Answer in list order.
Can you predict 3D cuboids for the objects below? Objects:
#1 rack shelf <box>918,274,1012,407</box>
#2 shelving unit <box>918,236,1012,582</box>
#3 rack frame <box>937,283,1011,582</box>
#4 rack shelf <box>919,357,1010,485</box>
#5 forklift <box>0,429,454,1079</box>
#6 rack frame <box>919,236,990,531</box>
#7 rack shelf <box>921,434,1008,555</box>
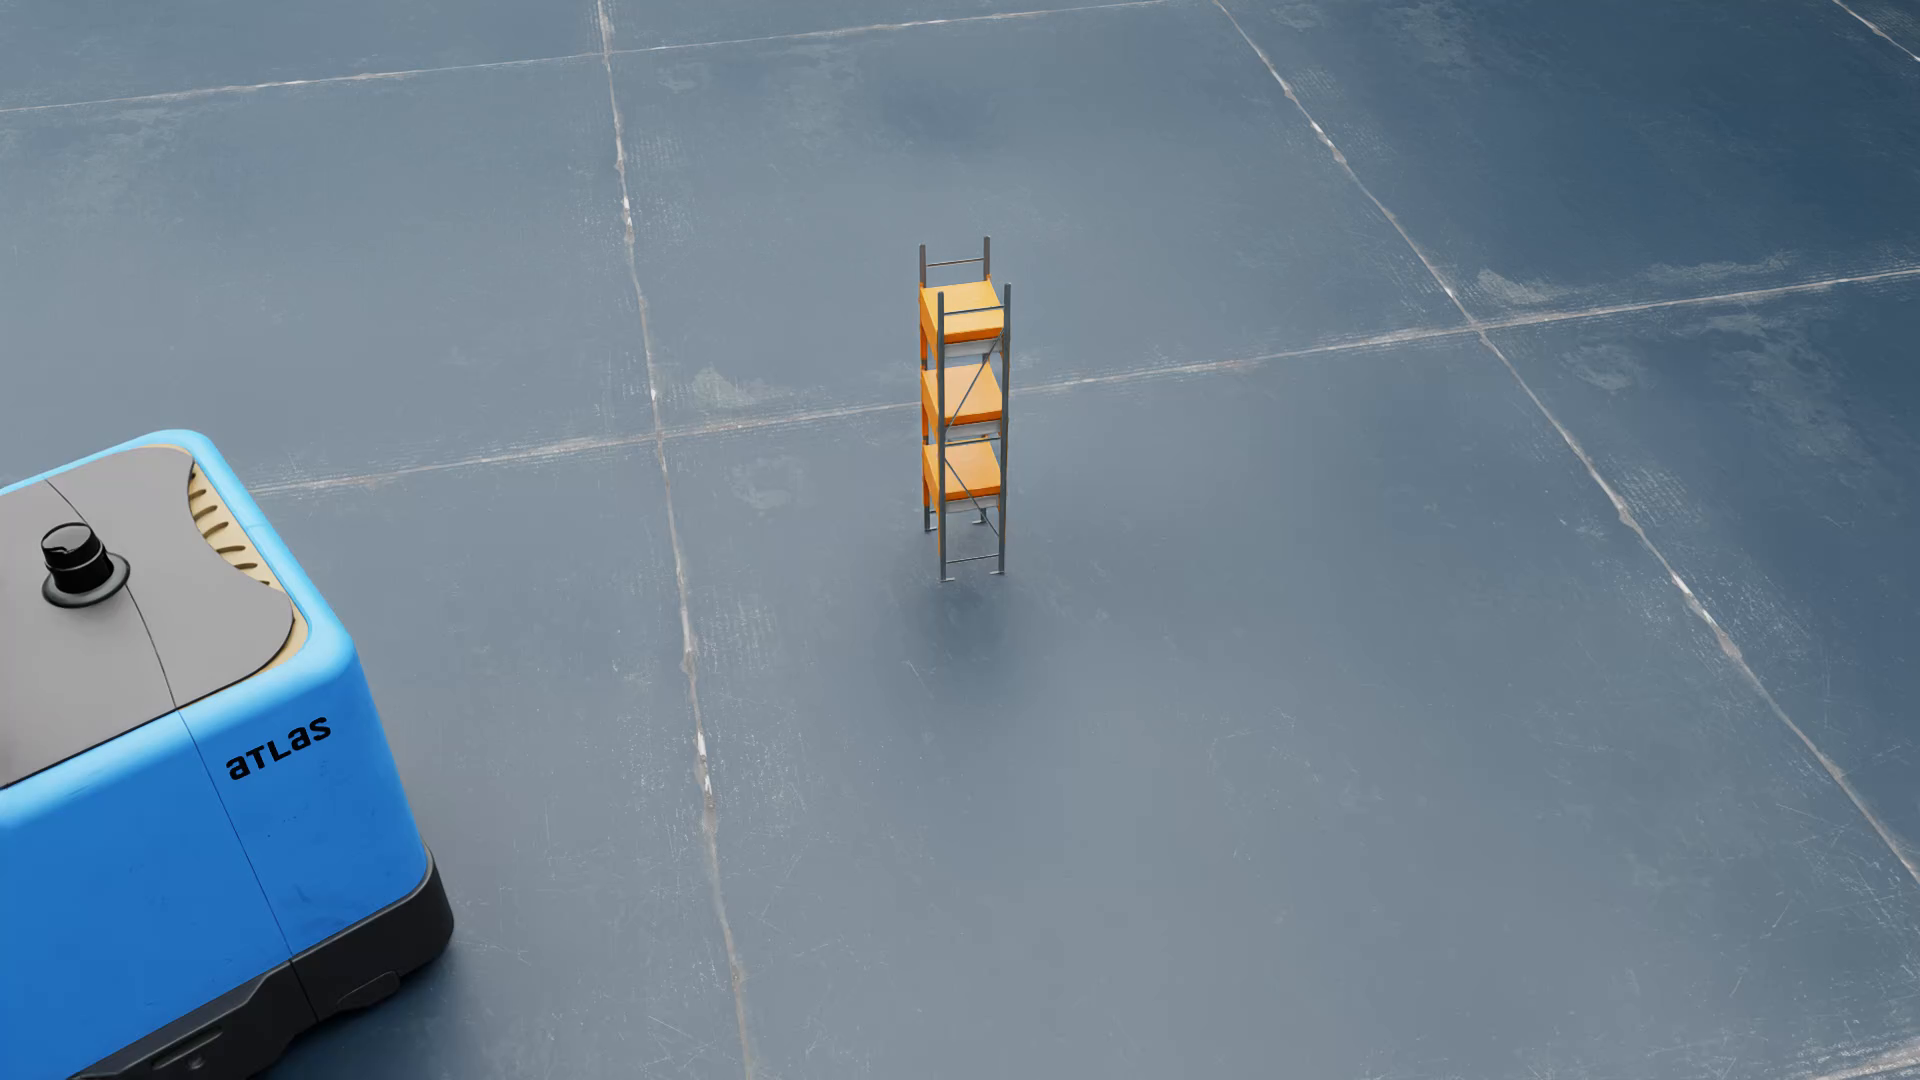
[{"bbox_3d":[0.012,-0.562,4.681,0.215,0.259,0.240,-8,42,-9],"label":"rack shelf"},{"bbox_3d":[0.012,-0.358,4.862,0.215,1.050,0.252,-8,42,-9],"label":"shelving unit"},{"bbox_3d":[0.038,-0.279,4.773,0.200,1.050,0.008,-8,42,-9],"label":"rack frame"},{"bbox_3d":[0.012,-0.350,4.869,0.215,0.259,0.240,-8,42,-9],"label":"rack shelf"},{"bbox_3d":[-2.713,0.270,2.737,3.031,2.935,1.130,-27,48,-27],"label":"forklift"},{"bbox_3d":[-0.015,-0.437,4.951,0.200,1.050,0.008,-8,42,-9],"label":"rack frame"},{"bbox_3d":[0.012,-0.142,5.054,0.215,0.259,0.240,-8,42,-9],"label":"rack shelf"}]
